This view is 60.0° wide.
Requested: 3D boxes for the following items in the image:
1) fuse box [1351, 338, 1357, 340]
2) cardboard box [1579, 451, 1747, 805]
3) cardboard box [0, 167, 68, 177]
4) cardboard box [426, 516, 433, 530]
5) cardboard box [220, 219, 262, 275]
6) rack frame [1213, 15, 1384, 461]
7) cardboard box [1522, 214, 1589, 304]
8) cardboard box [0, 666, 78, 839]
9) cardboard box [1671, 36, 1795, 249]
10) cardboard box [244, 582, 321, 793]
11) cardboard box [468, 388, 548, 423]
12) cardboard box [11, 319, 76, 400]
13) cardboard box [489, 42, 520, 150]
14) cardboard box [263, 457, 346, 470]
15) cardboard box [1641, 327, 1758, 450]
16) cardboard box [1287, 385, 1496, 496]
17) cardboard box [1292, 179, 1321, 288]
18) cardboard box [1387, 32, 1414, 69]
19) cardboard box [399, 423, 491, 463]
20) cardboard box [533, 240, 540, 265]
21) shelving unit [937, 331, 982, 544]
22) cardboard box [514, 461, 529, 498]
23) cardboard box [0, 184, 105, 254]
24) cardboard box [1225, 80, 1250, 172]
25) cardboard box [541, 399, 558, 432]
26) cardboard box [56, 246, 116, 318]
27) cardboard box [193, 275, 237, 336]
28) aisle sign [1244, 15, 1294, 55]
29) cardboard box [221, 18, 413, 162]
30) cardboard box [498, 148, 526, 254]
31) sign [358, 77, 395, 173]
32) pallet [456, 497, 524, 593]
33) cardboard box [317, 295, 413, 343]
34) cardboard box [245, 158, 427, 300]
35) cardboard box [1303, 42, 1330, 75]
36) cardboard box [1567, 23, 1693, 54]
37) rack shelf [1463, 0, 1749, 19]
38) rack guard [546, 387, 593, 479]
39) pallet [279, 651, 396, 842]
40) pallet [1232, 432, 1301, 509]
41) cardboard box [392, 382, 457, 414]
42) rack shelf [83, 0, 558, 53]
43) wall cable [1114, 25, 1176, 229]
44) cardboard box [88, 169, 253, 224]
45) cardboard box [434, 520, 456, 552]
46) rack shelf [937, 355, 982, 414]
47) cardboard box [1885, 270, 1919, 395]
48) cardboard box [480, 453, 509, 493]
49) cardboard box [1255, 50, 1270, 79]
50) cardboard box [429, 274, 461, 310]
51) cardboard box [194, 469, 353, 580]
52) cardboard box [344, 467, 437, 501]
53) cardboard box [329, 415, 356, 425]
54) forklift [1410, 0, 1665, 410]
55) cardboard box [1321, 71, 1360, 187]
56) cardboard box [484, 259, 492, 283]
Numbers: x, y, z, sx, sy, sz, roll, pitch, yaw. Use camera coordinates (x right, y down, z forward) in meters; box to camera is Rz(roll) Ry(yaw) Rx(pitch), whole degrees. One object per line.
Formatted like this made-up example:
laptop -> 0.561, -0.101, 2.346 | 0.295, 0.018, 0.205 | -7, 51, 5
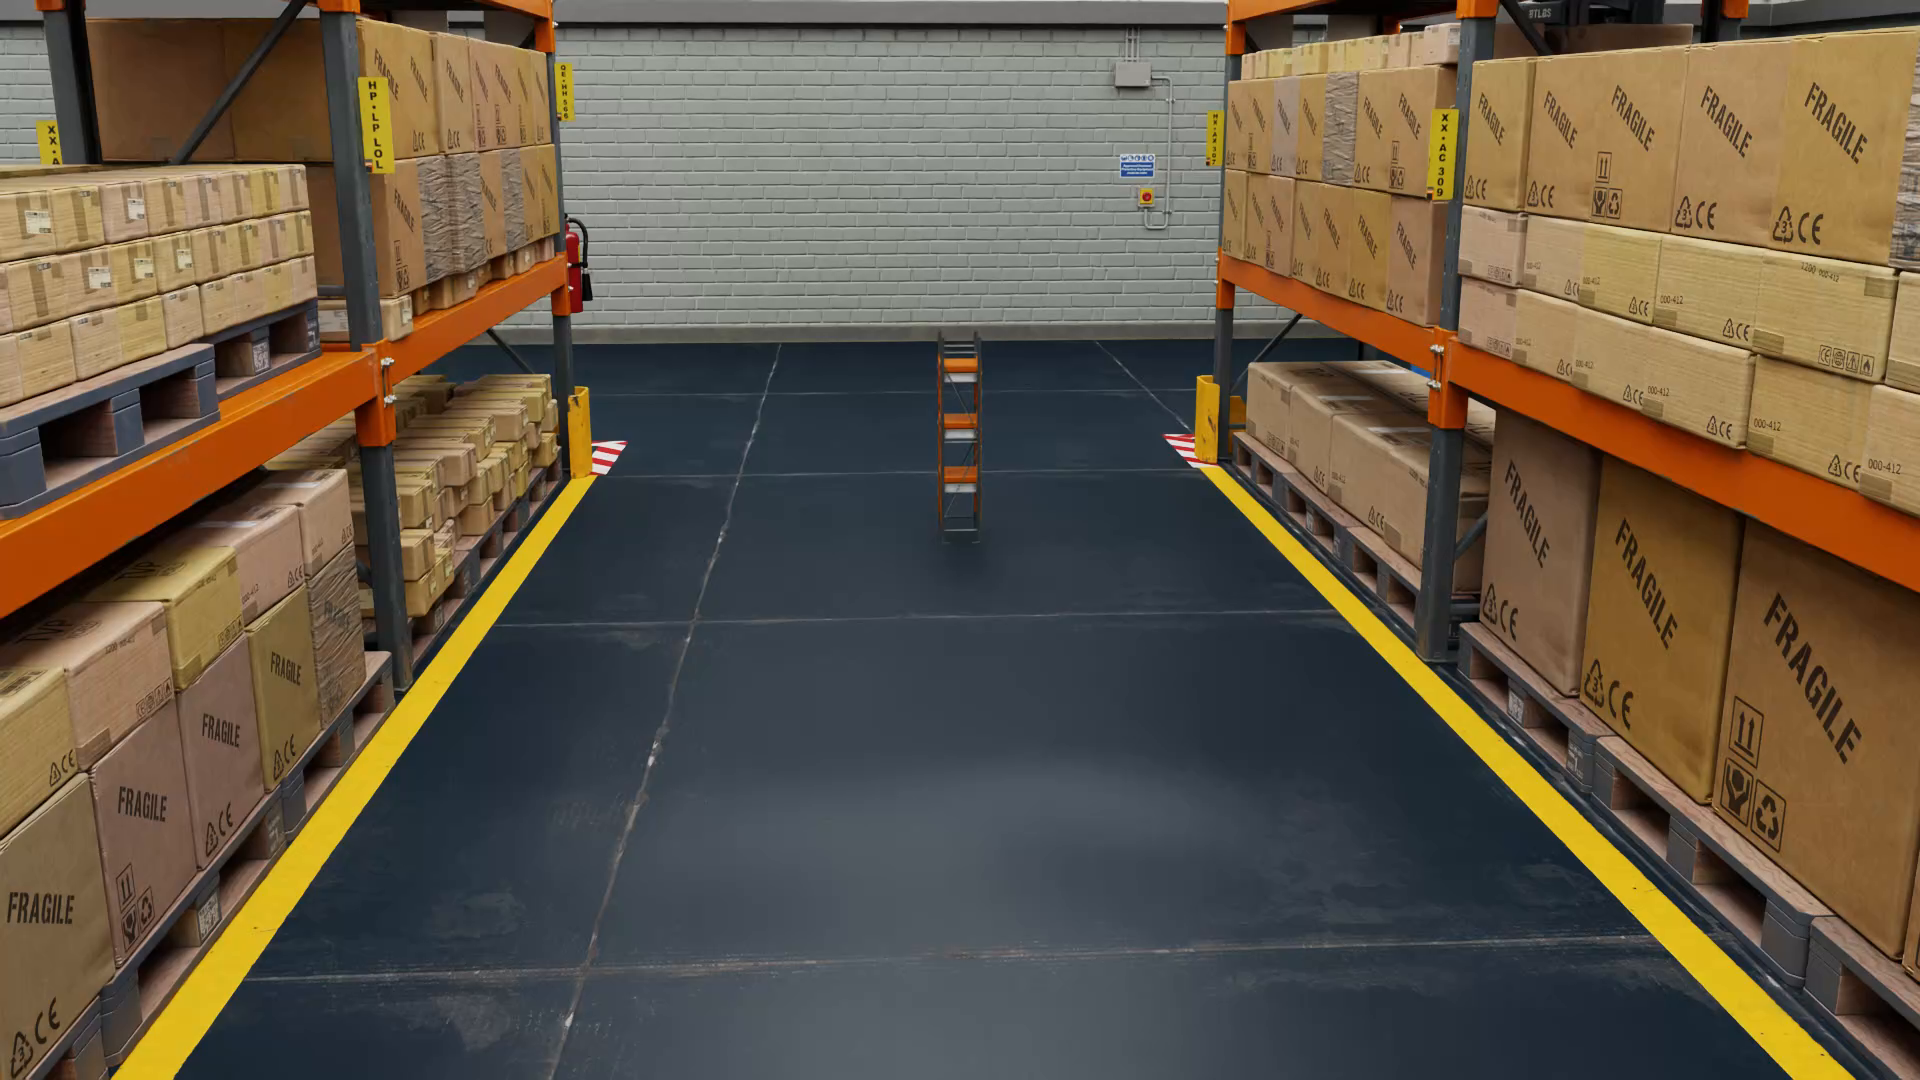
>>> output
fuse box -> 3.826, -2.749, 15.775 | 0.539, 1.711, 0.414 | -1, 14, -3
cardboard box -> 2.523, 0.223, 5.060 | 0.875, 0.875, 0.875 | 0, 14, -2
cardboard box -> -3.004, -1.074, 5.147 | 0.380, 0.149, 0.250 | 0, 14, -2
cardboard box -> -2.452, -0.062, 7.028 | 0.380, 0.149, 0.250 | -1, 14, -4
cardboard box -> -2.341, -0.881, 4.994 | 0.380, 0.149, 0.250 | 0, 14, -1
rack frame -> 2.093, -1.975, 10.181 | 1.000, 3.000, 0.127 | -1, 14, -3
cardboard box -> 2.147, -0.906, 5.326 | 0.500, 0.250, 0.500 | -1, 14, -3
cardboard box -> -2.178, 0.459, 3.390 | 0.500, 0.250, 0.500 | -1, 14, -4
cardboard box -> 2.208, -1.019, 4.260 | 0.500, 0.500, 0.500 | -1, 14, -4
cardboard box -> -2.264, 0.437, 4.983 | 0.500, 0.500, 0.500 | -1, 14, -5
cardboard box -> -2.454, -0.730, 9.029 | 0.380, 0.149, 0.250 | -1, 14, -5
cardboard box -> -2.256, -0.409, 3.758 | 0.380, 0.149, 0.250 | -1, 14, -3
cardboard box -> -2.492, -2.185, 8.193 | 0.500, 0.500, 0.500 | 0, 14, -1
cardboard box -> -2.891, -0.264, 7.217 | 0.380, 0.149, 0.250 | 0, 14, -2
cardboard box -> 2.176, -0.413, 4.412 | 0.500, 0.250, 0.500 | -1, 14, -4
cardboard box -> 2.299, -0.547, 8.932 | 0.875, 0.438, 0.875 | 0, 14, -2
cardboard box -> 1.957, -1.523, 8.224 | 0.500, 0.500, 0.500 | 0, 14, -2
cardboard box -> 2.057, -2.090, 7.122 | 0.380, 0.149, 0.250 | -1, 14, -4
cardboard box -> -2.479, -0.467, 8.006 | 0.380, 0.149, 0.250 | -1, 14, -3
cardboard box -> -2.561, -1.612, 9.277 | 0.380, 0.149, 0.250 | -1, 14, -4
shelving unit -> -0.003, -0.522, 8.447 | 0.215, 1.050, 0.252 | -1, 14, -3
cardboard box -> -2.446, -0.315, 8.609 | 0.380, 0.149, 0.250 | -2, 15, -6
cardboard box -> -2.275, -0.760, 3.928 | 0.380, 0.149, 0.250 | -1, 14, -4
cardboard box -> 1.839, -2.383, 9.563 | 0.500, 0.500, 0.500 | -1, 14, -5
cardboard box -> -2.523, -0.713, 9.559 | 0.380, 0.149, 0.250 | -1, 14, -5
cardboard box -> -2.277, -0.620, 3.980 | 0.380, 0.149, 0.250 | 0, 14, -1
cardboard box -> -2.325, -0.675, 4.792 | 0.380, 0.149, 0.250 | -2, 15, -6
aisle sign -> 1.800, -3.247, 9.909 | 0.394, 0.787, 0.004 | -1, 14, -3
cardboard box -> -2.378, -1.671, 6.196 | 0.500, 0.500, 0.500 | -1, 14, -2
cardboard box -> -2.488, -1.704, 8.330 | 0.500, 0.500, 0.500 | -1, 14, -3
sign -> -2.039, -1.448, 5.812 | 0.100, 0.325, 0.005 | -1, 14, -3
pallet -> -2.749, 0.002, 8.096 | 1.003, 0.211, 1.213 | -1, 14, -3
cardboard box -> -2.284, -0.832, 6.244 | 0.380, 0.149, 0.250 | 0, 14, -1
cardboard box -> -2.372, -1.198, 6.364 | 0.500, 0.500, 0.500 | -1, 14, -4
cardboard box -> 1.893, -2.342, 8.102 | 0.380, 0.149, 0.250 | -1, 14, -5
cardboard box -> 2.581, -1.909, 6.417 | 0.380, 0.149, 0.250 | -1, 14, -4
rack shelf -> 2.465, -1.587, 4.097 | 1.077, 0.370, 4.000 | -1, 14, -3
rack guard -> -2.836, -0.644, 10.024 | 1.175, 0.500, 0.348 | -1, 14, -3
pallet -> -2.543, 0.666, 5.515 | 1.003, 0.211, 1.213 | -1, 14, -3
pallet -> 2.221, -0.426, 9.760 | 1.003, 0.211, 1.213 | -1, 14, -3
cardboard box -> -3.010, -0.782, 9.229 | 0.380, 0.149, 0.250 | -1, 14, -2
rack shelf -> -2.717, -2.480, 7.569 | 1.077, 0.370, 4.000 | -1, 14, -3
wall cable -> 1.721, -3.884, 15.499 | 0.585, 1.953, 0.123 | -1, 14, -3
cardboard box -> -2.342, -1.020, 4.939 | 0.380, 0.149, 0.250 | -1, 14, -5
cardboard box -> -2.444, 0.014, 7.331 | 0.380, 0.149, 0.250 | -1, 14, -5
rack shelf -> -0.003, -0.786, 8.379 | 0.215, 0.259, 0.240 | -1, 14, -3
cardboard box -> 2.270, -0.398, 3.353 | 0.500, 0.250, 0.500 | -1, 14, -5
cardboard box -> -2.402, -0.323, 8.044 | 0.380, 0.149, 0.250 | -1, 14, -3
cardboard box -> 1.828, -2.598, 9.096 | 0.380, 0.149, 0.250 | 0, 14, -2
cardboard box -> -2.404, -1.092, 7.255 | 0.380, 0.149, 0.250 | -1, 14, -2
cardboard box -> -2.295, -0.053, 5.381 | 0.500, 0.250, 0.500 | -1, 14, -5
cardboard box -> -2.430, -0.209, 7.005 | 0.380, 0.149, 0.250 | -1, 14, -4
cardboard box -> -3.046, -0.521, 8.217 | 0.380, 0.149, 0.250 | -1, 14, -3
forklift -> 4.337, -2.029, 10.531 | 1.130, 2.935, 3.031 | -8, 16, -28
cardboard box -> 1.972, -1.878, 7.599 | 0.500, 0.500, 0.500 | -1, 14, -3
cardboard box -> -2.547, -1.353, 8.269 | 0.380, 0.149, 0.250 | -1, 15, -6
